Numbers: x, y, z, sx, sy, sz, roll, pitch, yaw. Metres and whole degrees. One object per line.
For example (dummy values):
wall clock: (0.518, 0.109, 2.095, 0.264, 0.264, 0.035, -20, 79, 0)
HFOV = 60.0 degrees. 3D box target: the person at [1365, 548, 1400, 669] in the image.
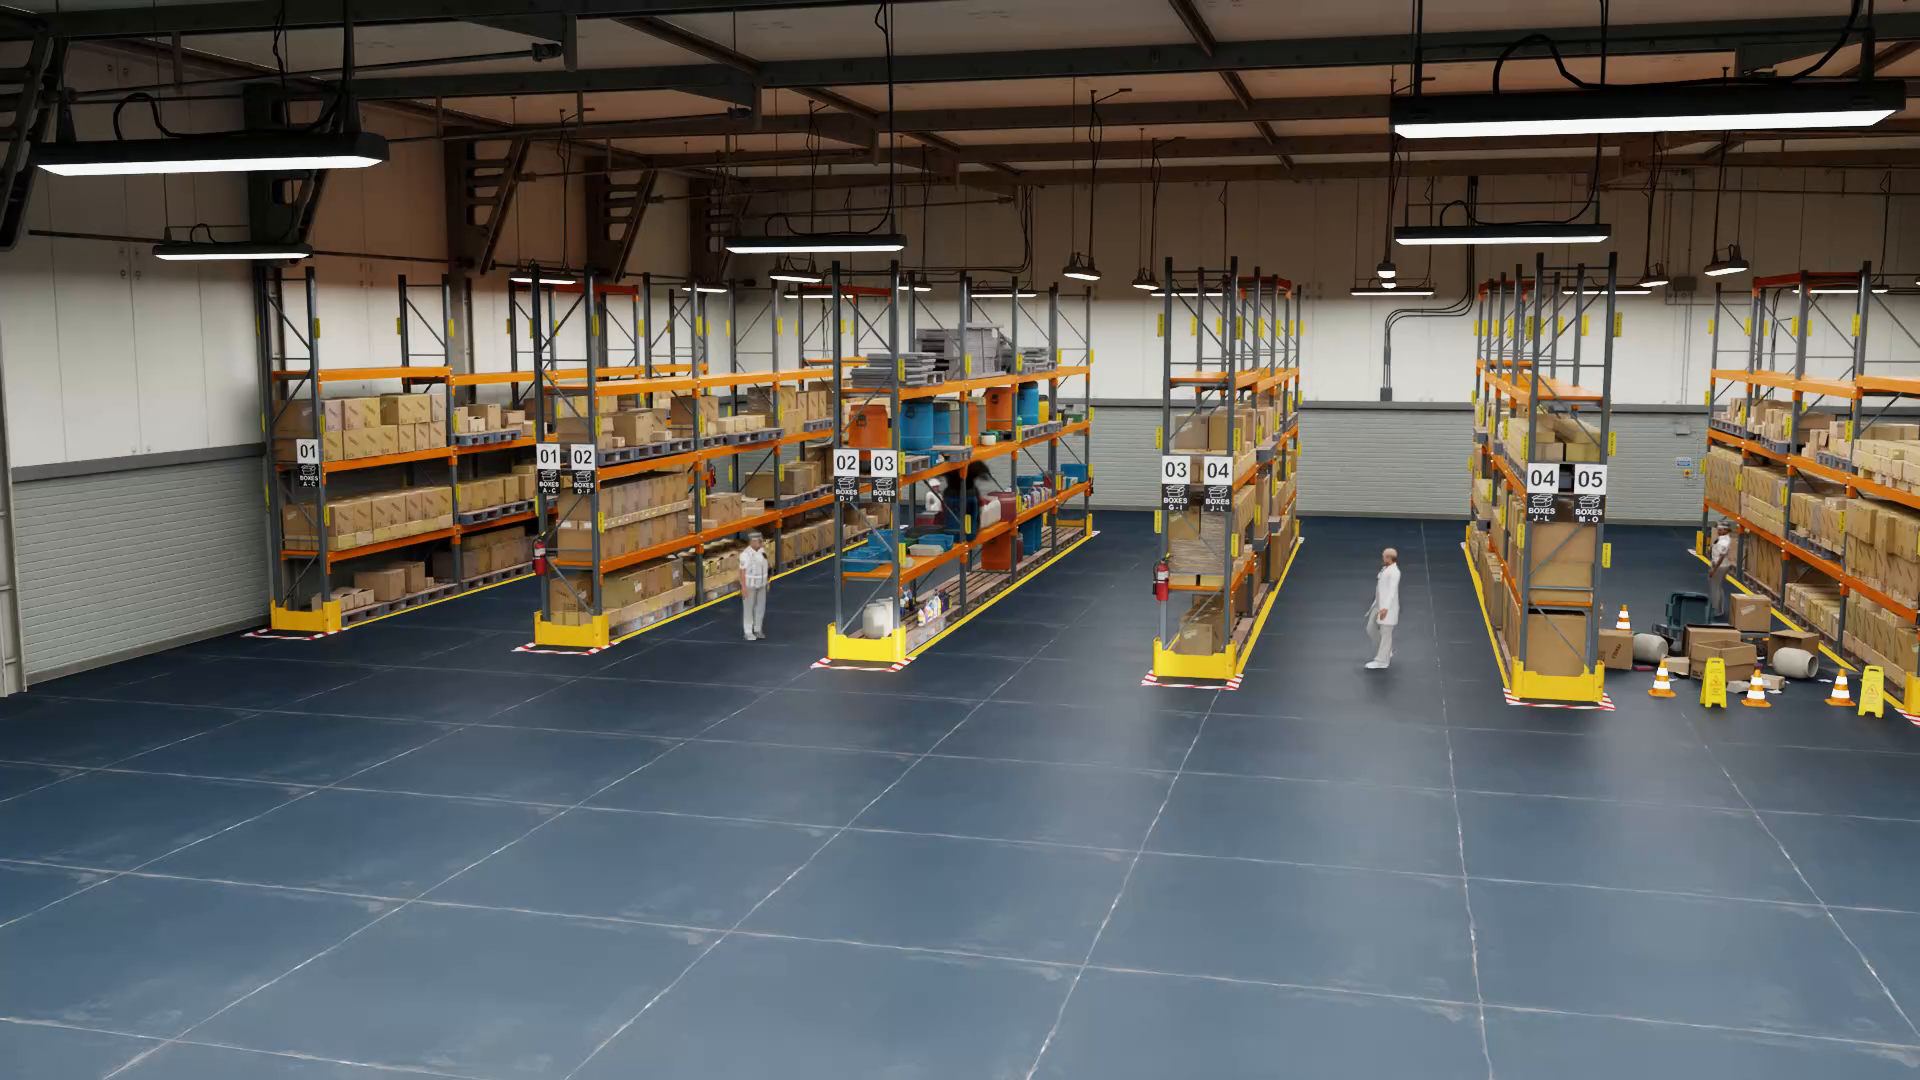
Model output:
person: (6.259, 1.030, 24.615, 0.531, 1.821, 0.602, -2, 7, -14)

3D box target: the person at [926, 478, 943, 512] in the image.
person: (-0.494, -0.437, 35.976, 0.527, 1.792, 0.559, 4, 8, 27)

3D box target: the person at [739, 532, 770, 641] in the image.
person: (-3.337, 0.745, 26.875, 0.426, 1.747, 0.565, 6, 9, 40)

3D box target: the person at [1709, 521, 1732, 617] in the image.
person: (13.189, 0.526, 28.942, 0.428, 1.720, 0.531, 6, 9, 39)
